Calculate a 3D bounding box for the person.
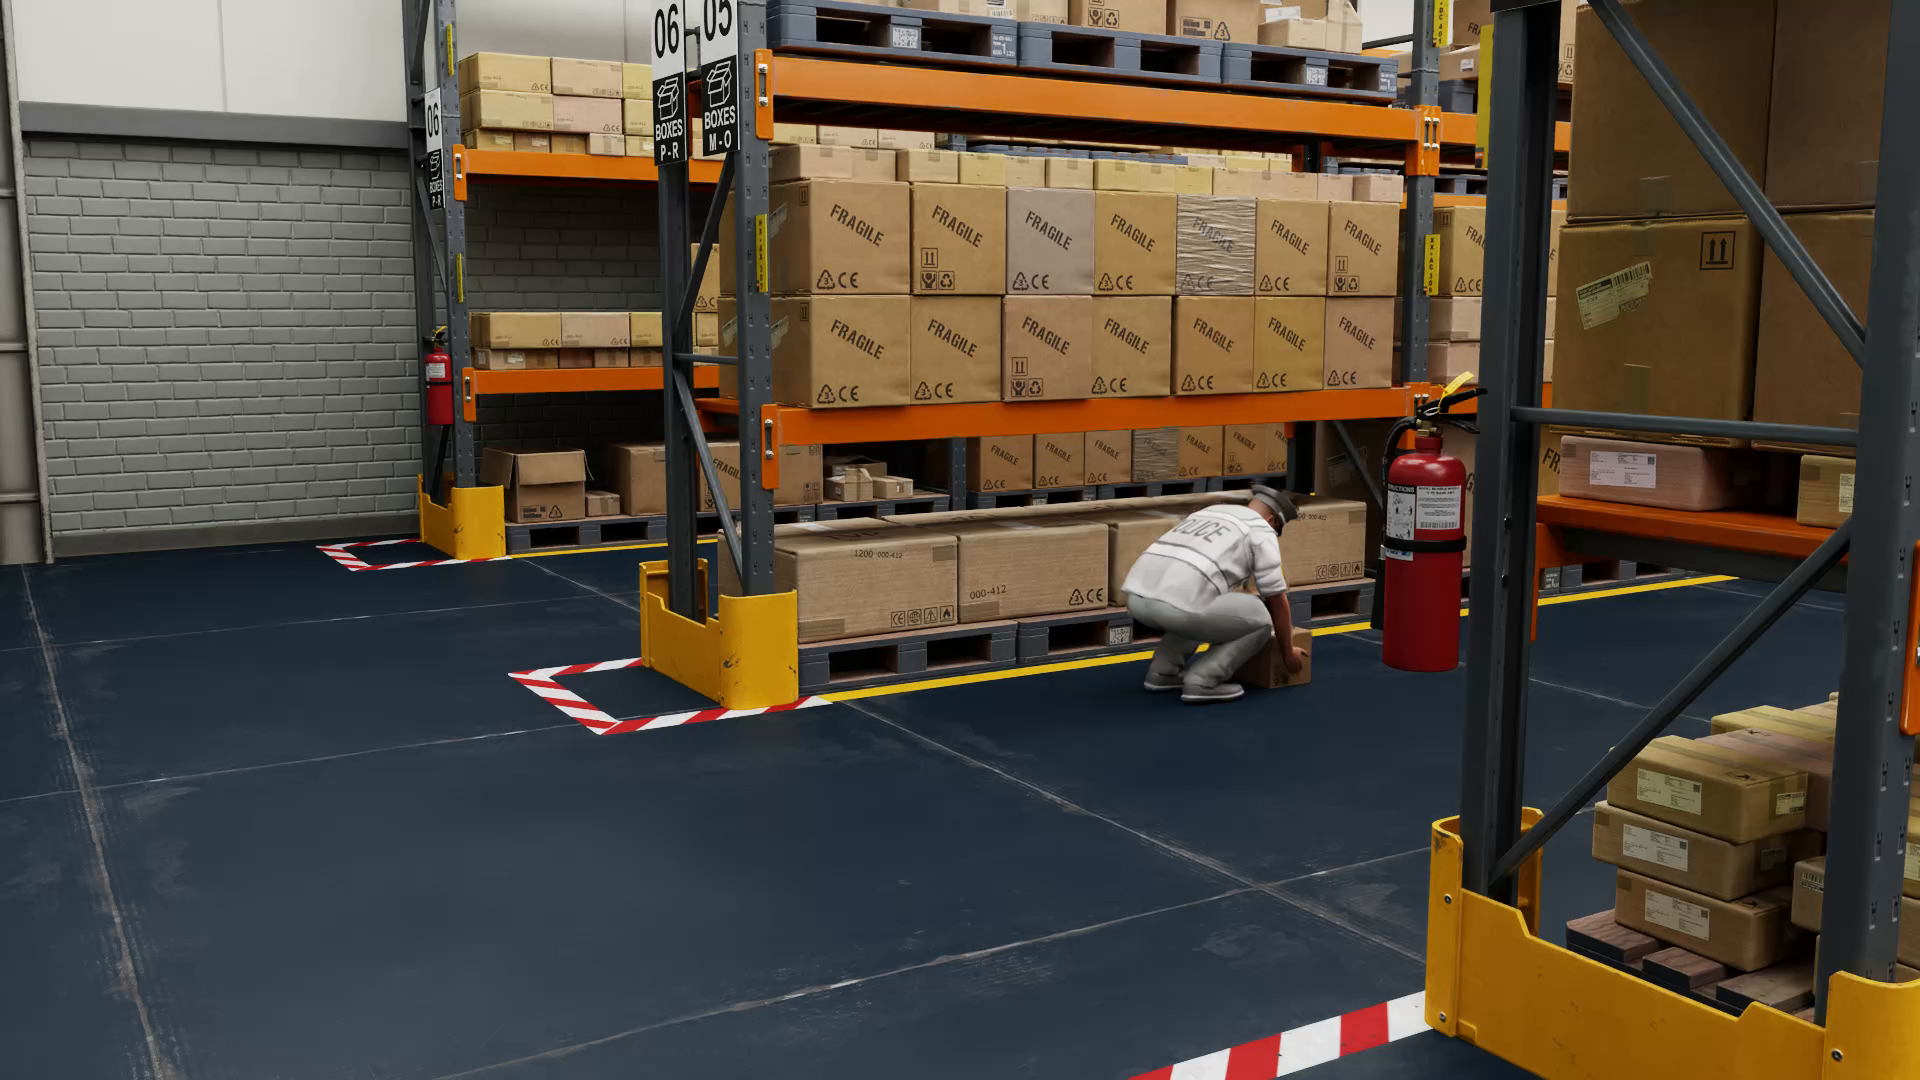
[{"bbox_3d":[1.176,0.233,7.606,0.954,0.931,0.565,-5,9,-31],"label":"person"}]
